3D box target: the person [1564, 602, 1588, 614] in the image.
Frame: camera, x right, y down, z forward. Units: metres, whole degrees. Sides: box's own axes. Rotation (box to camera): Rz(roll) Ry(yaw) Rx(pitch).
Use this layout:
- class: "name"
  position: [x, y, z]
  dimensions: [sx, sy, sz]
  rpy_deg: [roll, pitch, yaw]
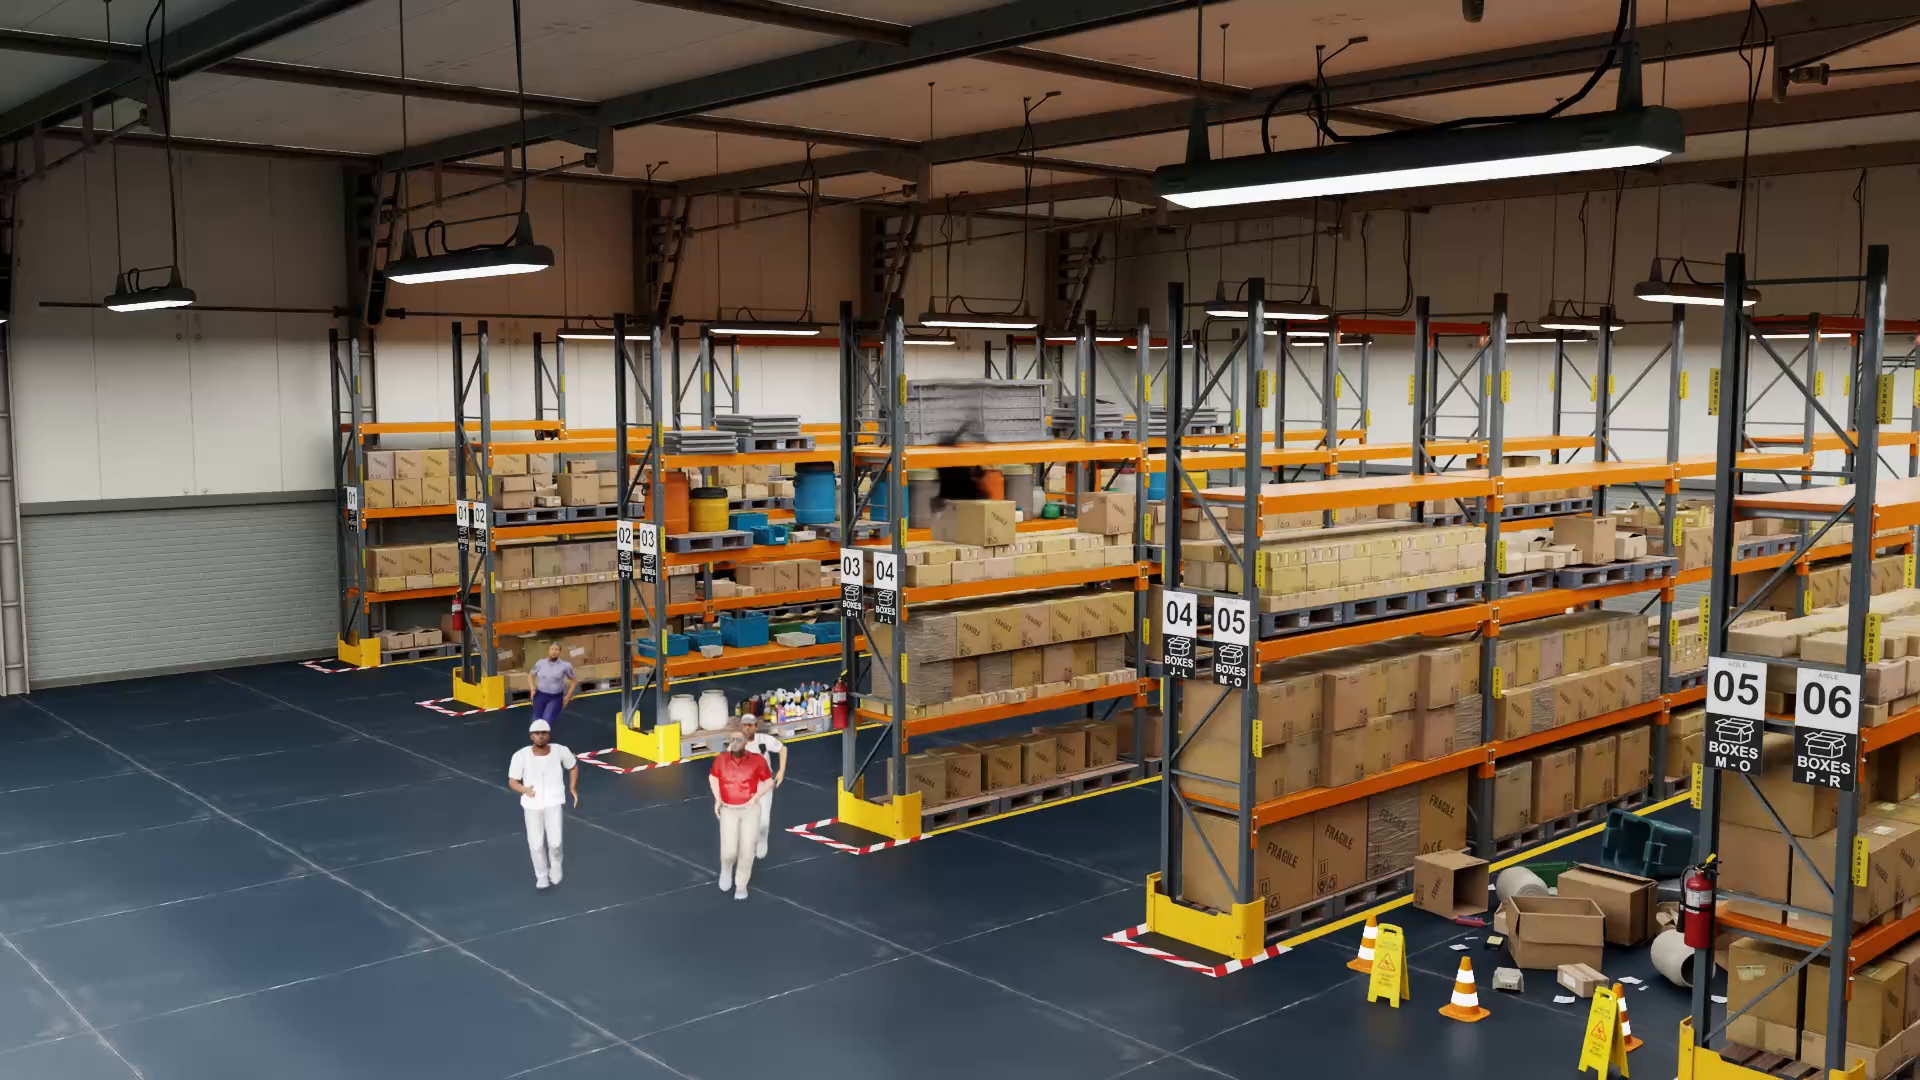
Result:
- class: "person"
  position: [9.648, 1.709, 26.035]
  dimensions: [0.661, 1.844, 0.774]
  rpy_deg: [5, 7, 39]

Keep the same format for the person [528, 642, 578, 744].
- class: "person"
  position: [-5.509, 2.165, 22.440]
  dimensions: [0.659, 1.587, 0.717]
  rpy_deg: [0, 6, 1]

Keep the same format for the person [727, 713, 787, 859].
- class: "person"
  position: [-2.157, 2.619, 17.499]
  dimensions: [0.625, 1.616, 0.744]
  rpy_deg: [0, 6, 1]

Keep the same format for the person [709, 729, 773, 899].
- class: "person"
  position: [-2.168, 2.706, 16.400]
  dimensions: [0.645, 1.694, 0.611]
  rpy_deg: [0, 6, -2]

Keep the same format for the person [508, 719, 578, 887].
- class: "person"
  position: [-4.157, 2.651, 16.627]
  dimensions: [0.684, 1.725, 0.626]
  rpy_deg: [-1, 6, -14]
